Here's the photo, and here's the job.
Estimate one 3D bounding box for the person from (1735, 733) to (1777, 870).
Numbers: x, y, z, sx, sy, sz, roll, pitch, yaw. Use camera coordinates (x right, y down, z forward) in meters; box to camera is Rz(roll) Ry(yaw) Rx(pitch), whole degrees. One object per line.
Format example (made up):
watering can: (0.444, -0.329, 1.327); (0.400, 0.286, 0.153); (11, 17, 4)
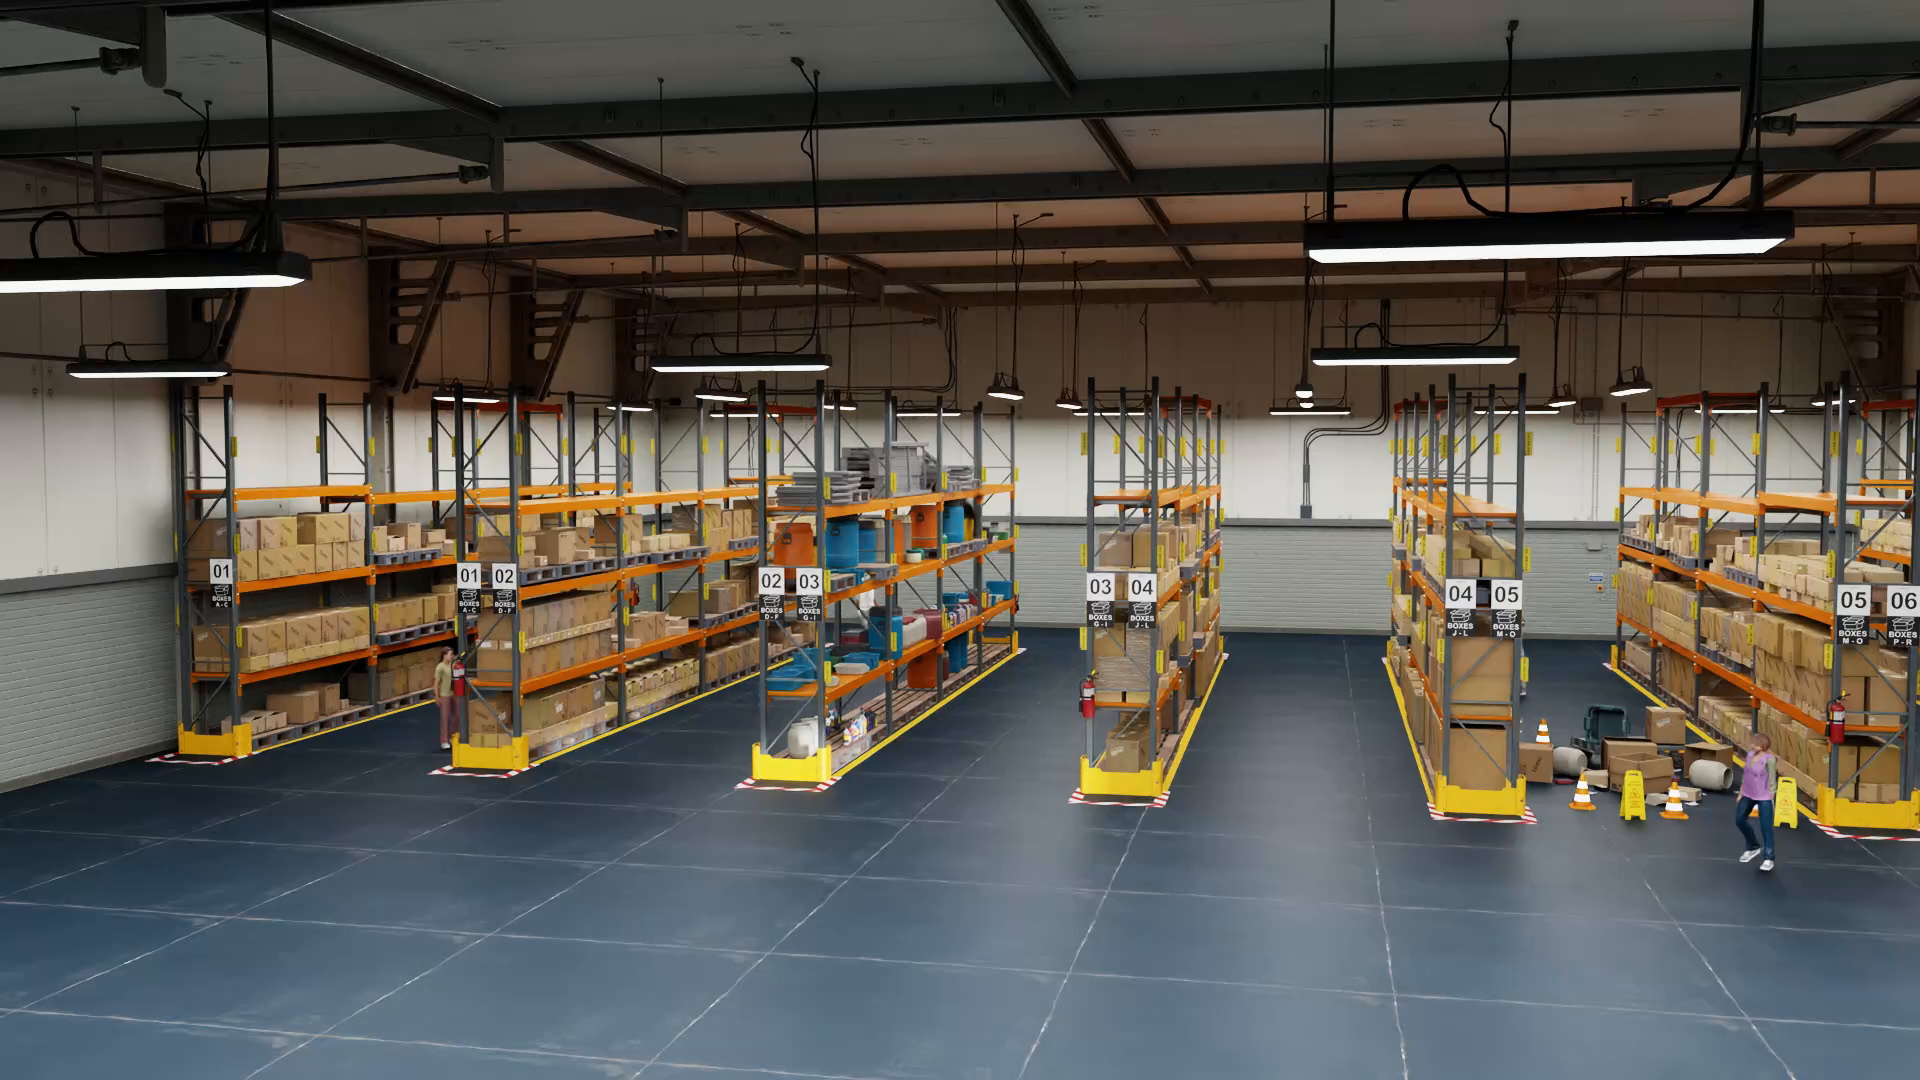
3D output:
person: (9.489, 3.080, 19.772); (0.367, 1.604, 0.474); (-2, 4, -25)

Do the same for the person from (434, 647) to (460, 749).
person: (-8.541, 2.649, 27.763); (0.365, 1.738, 0.530); (2, 4, 27)

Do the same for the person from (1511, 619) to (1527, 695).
person: (11.172, 2.328, 33.544); (0.401, 1.587, 0.628); (-3, 4, -39)

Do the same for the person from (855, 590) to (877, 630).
person: (-2.301, 1.782, 41.401); (0.626, 1.751, 0.488); (-1, 3, -19)
